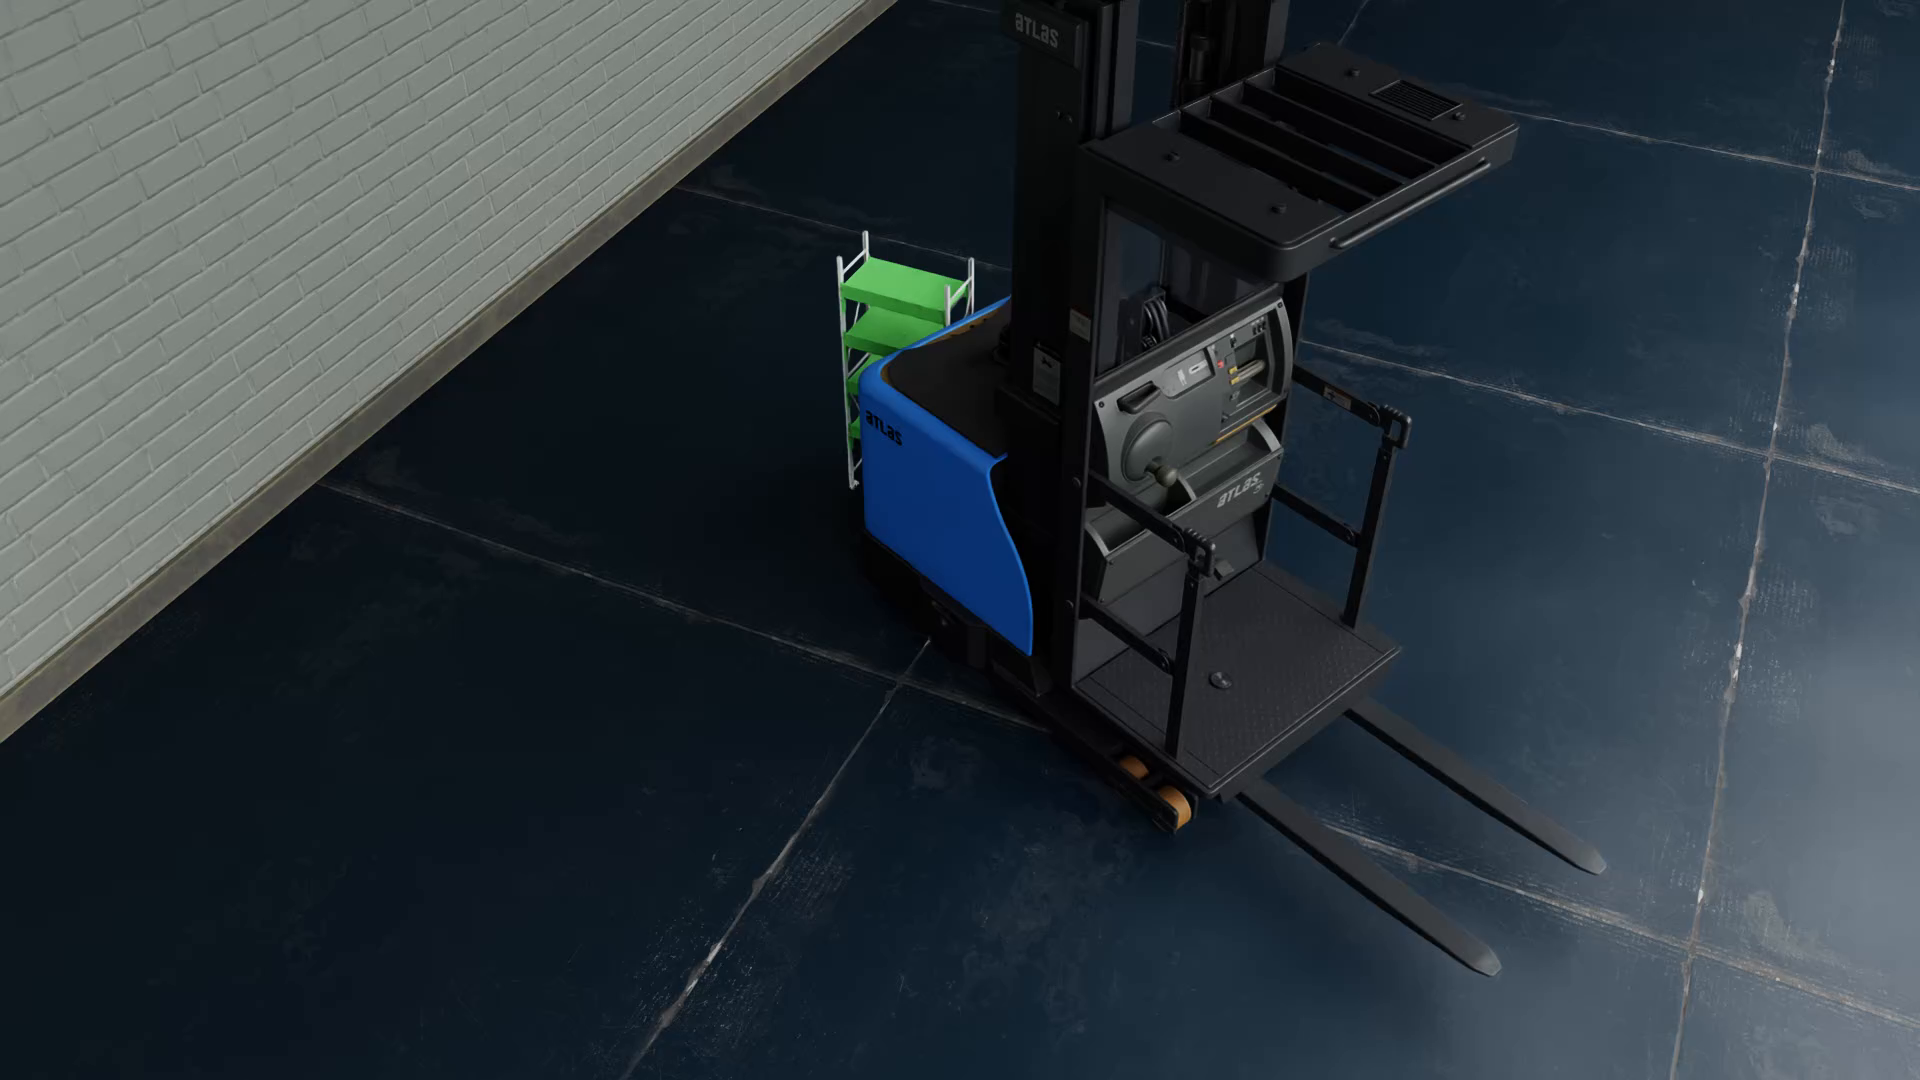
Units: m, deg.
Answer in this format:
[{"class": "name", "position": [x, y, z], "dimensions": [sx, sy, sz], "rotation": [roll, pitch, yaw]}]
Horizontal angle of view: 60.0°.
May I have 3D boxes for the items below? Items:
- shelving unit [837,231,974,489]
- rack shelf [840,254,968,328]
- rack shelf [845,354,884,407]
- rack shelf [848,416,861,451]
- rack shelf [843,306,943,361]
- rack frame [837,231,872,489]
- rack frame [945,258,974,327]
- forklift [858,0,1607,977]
[{"class": "shelving unit", "position": [-0.222, -0.688, 7.127], "dimensions": [0.503, 1.200, 0.258], "rotation": [18, 44, 19]}, {"class": "rack shelf", "position": [-0.222, -1.002, 6.855], "dimensions": [0.480, 0.148, 0.258], "rotation": [18, 44, 19]}, {"class": "rack shelf", "position": [-0.222, -0.639, 7.169], "dimensions": [0.480, 0.148, 0.258], "rotation": [18, 44, 19]}, {"class": "rack shelf", "position": [-0.222, -0.458, 7.326], "dimensions": [0.480, 0.148, 0.258], "rotation": [18, 44, 19]}, {"class": "rack shelf", "position": [-0.222, -0.821, 7.012], "dimensions": [0.480, 0.148, 0.258], "rotation": [18, 44, 19]}, {"class": "rack frame", "position": [-0.441, -0.758, 7.208], "dimensions": [0.015, 1.200, 0.240], "rotation": [18, 44, 19]}, {"class": "rack frame", "position": [-0.002, -0.618, 7.047], "dimensions": [0.015, 1.200, 0.240], "rotation": [18, 44, 19]}, {"class": "forklift", "position": [0.943, -0.432, 5.511], "dimensions": [1.130, 2.935, 3.031], "rotation": [-30, 49, -30]}]
